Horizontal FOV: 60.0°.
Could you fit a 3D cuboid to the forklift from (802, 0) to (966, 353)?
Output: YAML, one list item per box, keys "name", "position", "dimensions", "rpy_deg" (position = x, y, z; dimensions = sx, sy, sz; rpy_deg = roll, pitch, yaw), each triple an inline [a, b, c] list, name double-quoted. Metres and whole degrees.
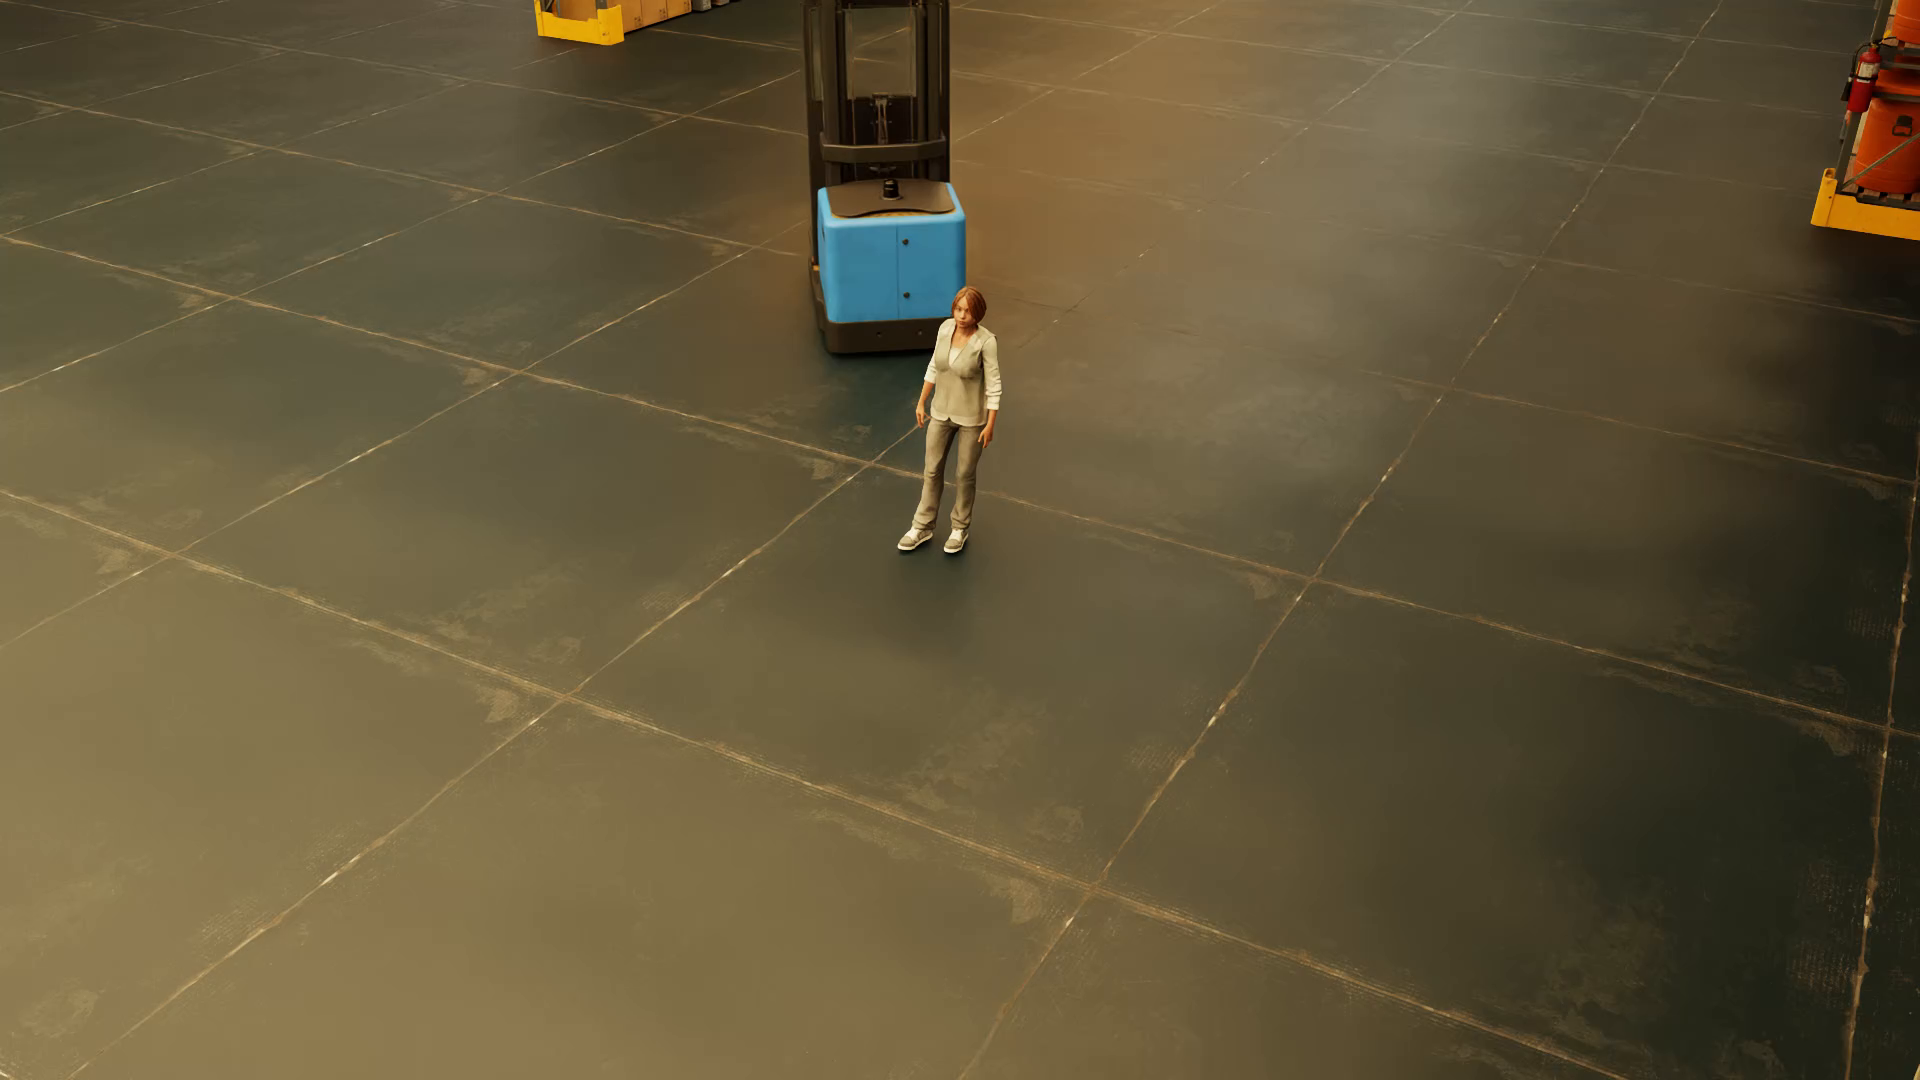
- name: "forklift"
  position: [-0.658, -3.358, 12.890]
  dimensions: [1.130, 2.935, 3.031]
  rpy_deg: [-4, 30, -7]

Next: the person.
- name: "person"
  position: [-0.048, -0.666, 9.552]
  dimensions: [0.520, 1.590, 0.475]
  rpy_deg: [15, 33, 25]
